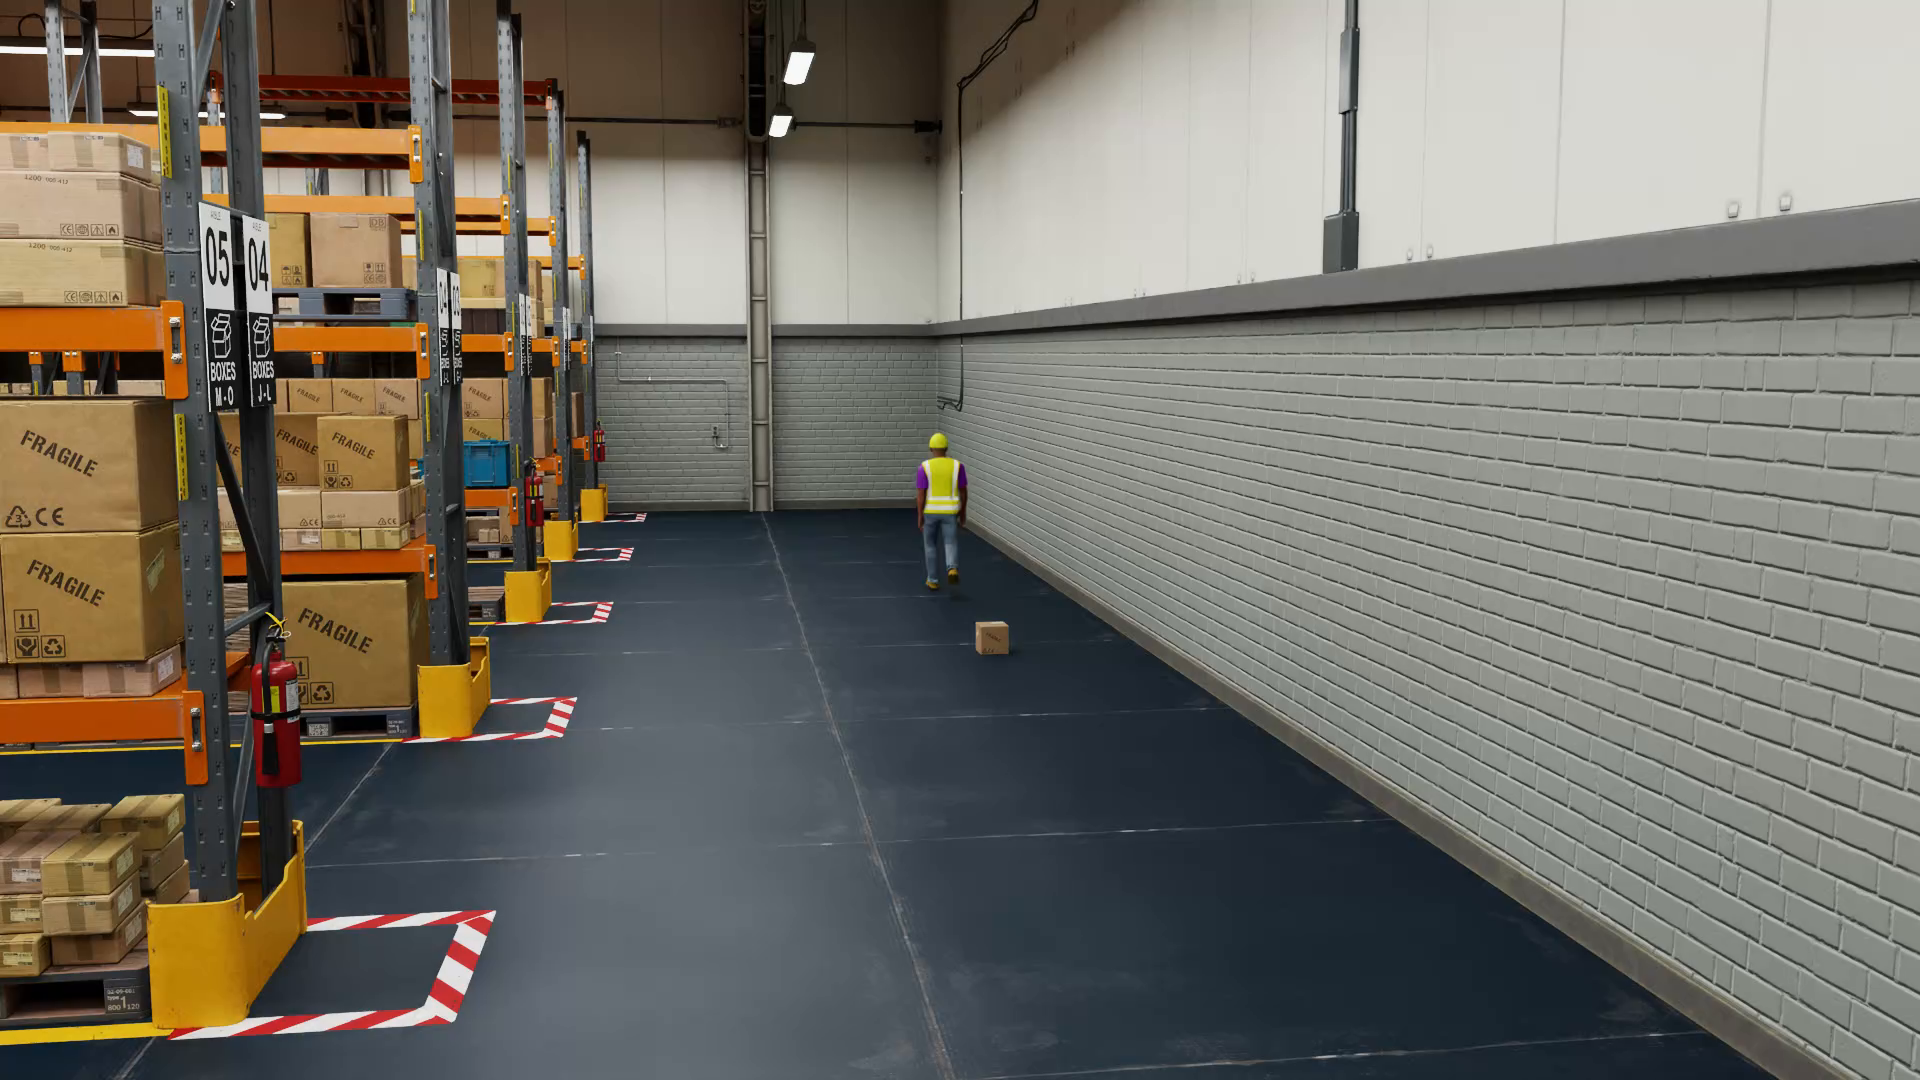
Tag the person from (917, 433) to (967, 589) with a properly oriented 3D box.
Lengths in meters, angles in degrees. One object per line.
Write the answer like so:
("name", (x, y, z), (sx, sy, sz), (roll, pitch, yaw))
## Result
("person", (-0.197, -0.304, 18.267), (0.569, 1.741, 0.880), (-1, 6, -7))
